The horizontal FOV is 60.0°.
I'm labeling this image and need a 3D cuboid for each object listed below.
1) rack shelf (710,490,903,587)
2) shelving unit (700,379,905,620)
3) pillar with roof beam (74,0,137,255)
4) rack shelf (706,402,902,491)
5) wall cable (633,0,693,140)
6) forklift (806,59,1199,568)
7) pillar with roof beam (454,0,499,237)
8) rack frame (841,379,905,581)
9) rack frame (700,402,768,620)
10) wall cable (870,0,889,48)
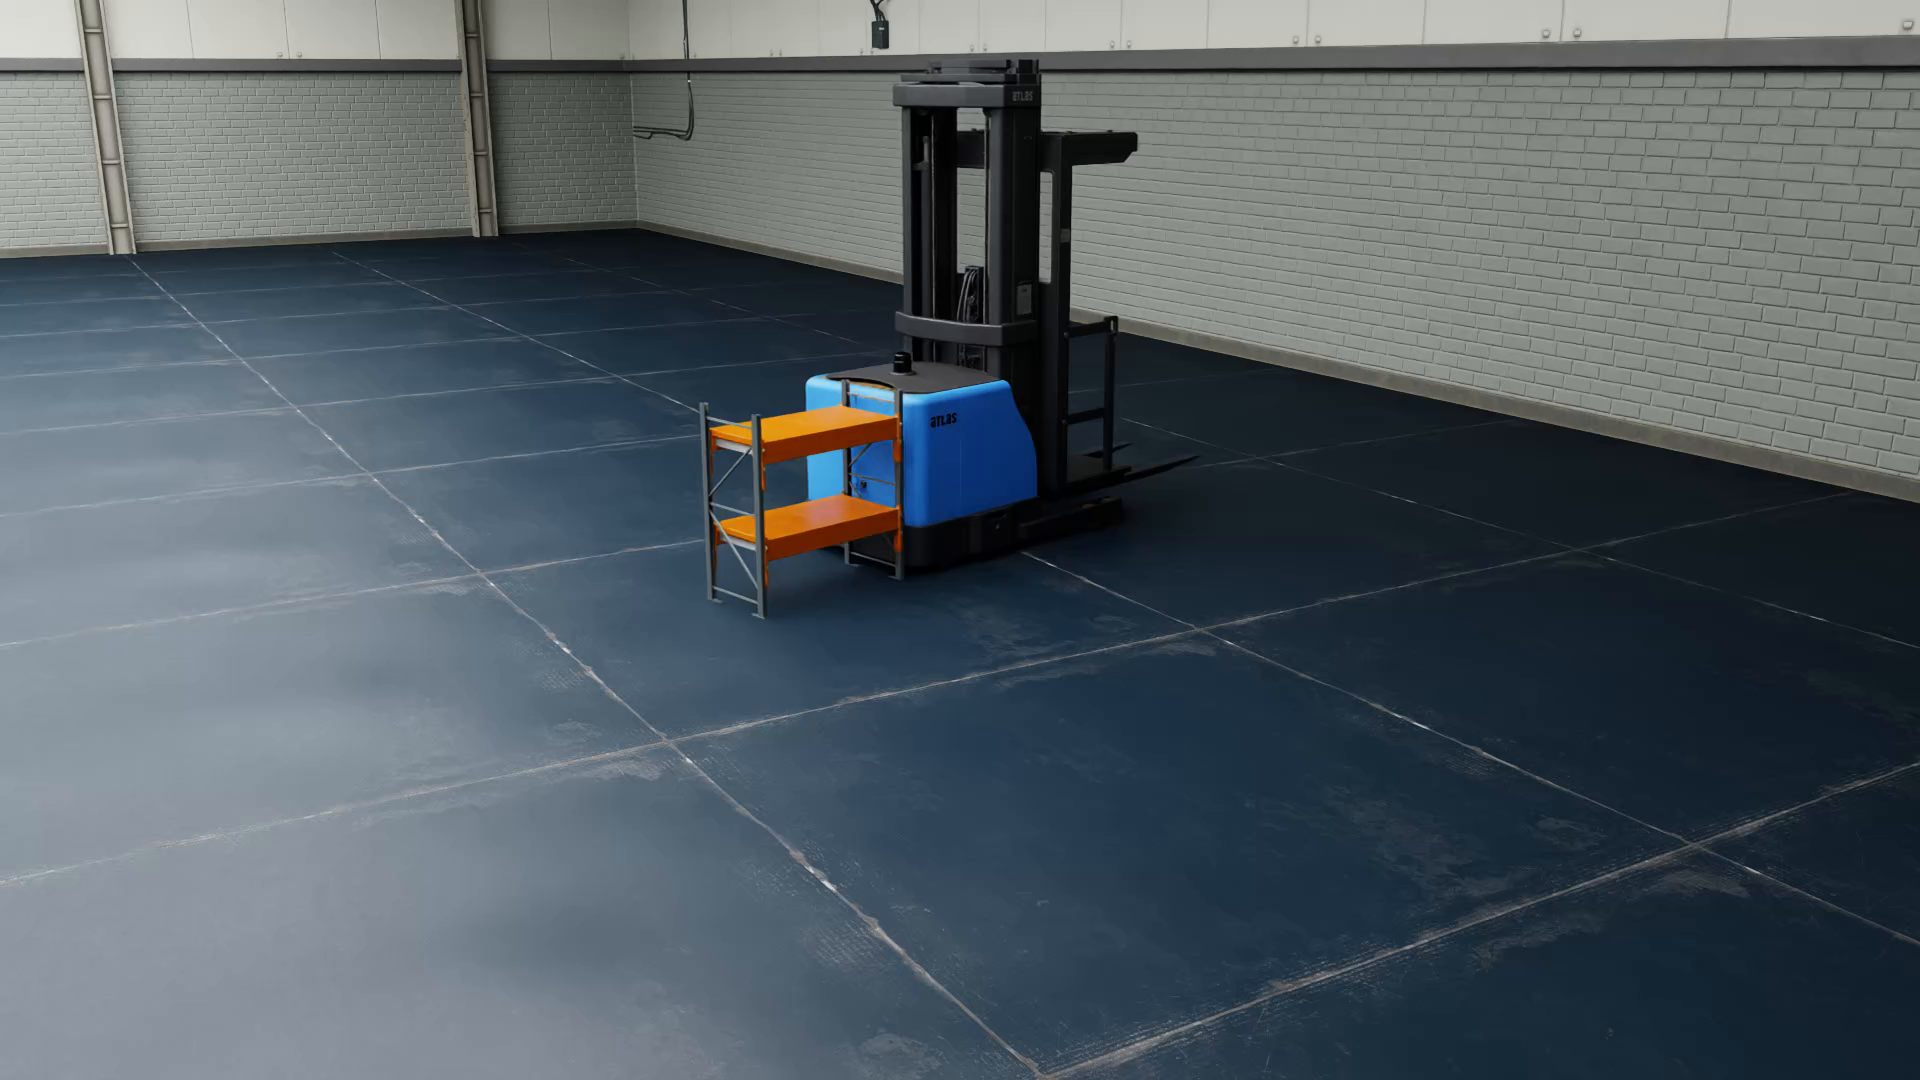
[{"bbox_3d":[-0.871,-0.021,9.461,1.000,0.278,0.538,-15,22,-43],"label":"rack shelf"},{"bbox_3d":[-0.871,-0.257,9.395,1.048,1.125,0.538,-15,22,-43],"label":"shelving unit"},{"bbox_3d":[-11.605,-8.070,22.679,0.400,9.000,9.100,-9,18,-30],"label":"pillar with roof beam"},{"bbox_3d":[-0.871,-0.538,9.316,1.000,0.278,0.538,-15,22,-43],"label":"rack shelf"},{"bbox_3d":[-5.473,-8.508,29.996,0.112,2.526,3.097,-9,18,-30],"label":"wall cable"},{"bbox_3d":[0.424,-1.568,10.728,1.130,2.935,3.031,14,21,42],"label":"forklift"},{"bbox_3d":[-6.462,-8.904,25.654,0.400,9.000,9.100,-9,18,-30],"label":"pillar with roof beam"},{"bbox_3d":[-0.510,-0.353,9.739,0.032,1.125,0.500,-15,22,-43],"label":"rack frame"},{"bbox_3d":[-1.233,-0.160,9.051,0.032,1.125,0.500,-15,22,-43],"label":"rack frame"},{"bbox_3d":[-0.597,-9.442,21.274,0.169,6.003,2.305,-9,18,-30],"label":"wall cable"}]
